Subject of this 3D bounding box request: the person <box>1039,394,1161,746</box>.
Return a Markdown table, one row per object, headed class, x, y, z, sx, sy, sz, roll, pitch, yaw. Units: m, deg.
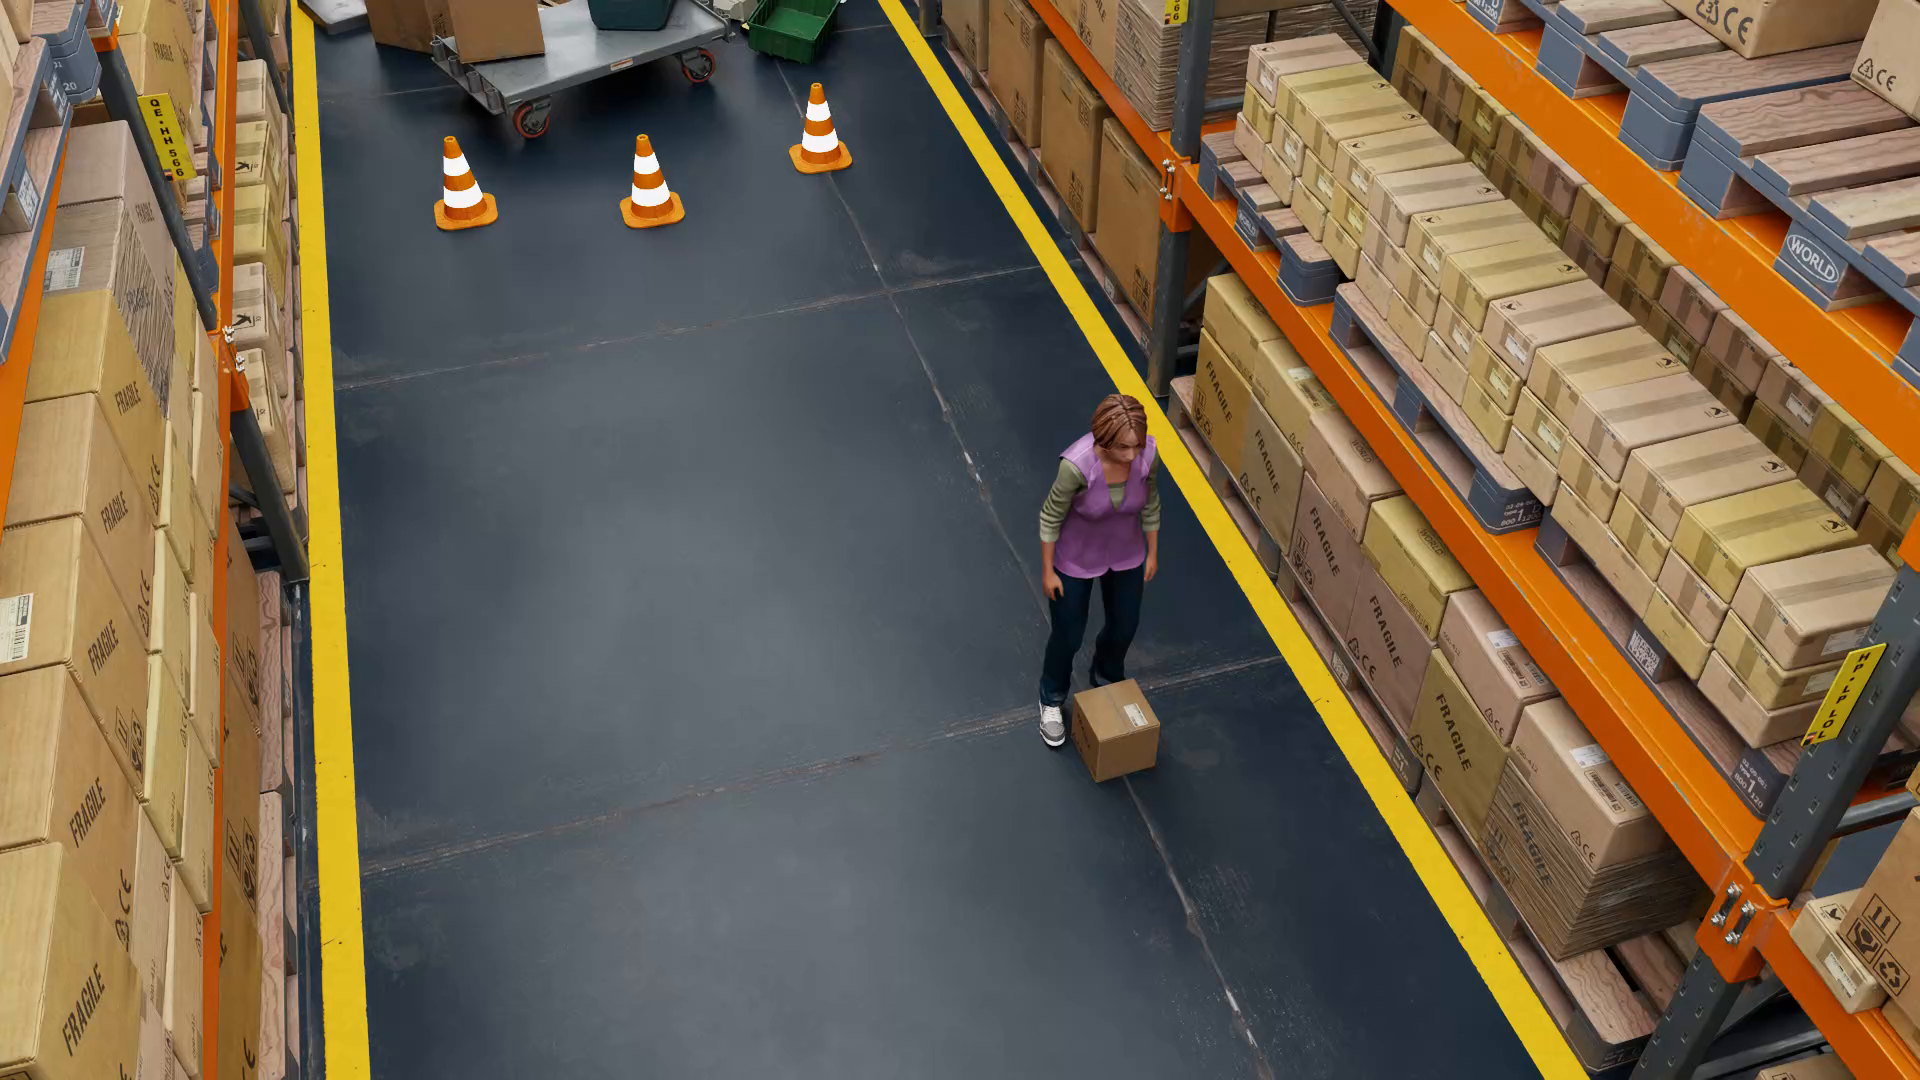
| class | x | y | z | sx | sy | sz | roll | pitch | yaw |
| --- | --- | --- | --- | --- | --- | --- | --- | --- | --- |
| person | 0.513 | 0.092 | 6.071 | 0.459 | 1.591 | 0.369 | -12 | 44 | -13 |
